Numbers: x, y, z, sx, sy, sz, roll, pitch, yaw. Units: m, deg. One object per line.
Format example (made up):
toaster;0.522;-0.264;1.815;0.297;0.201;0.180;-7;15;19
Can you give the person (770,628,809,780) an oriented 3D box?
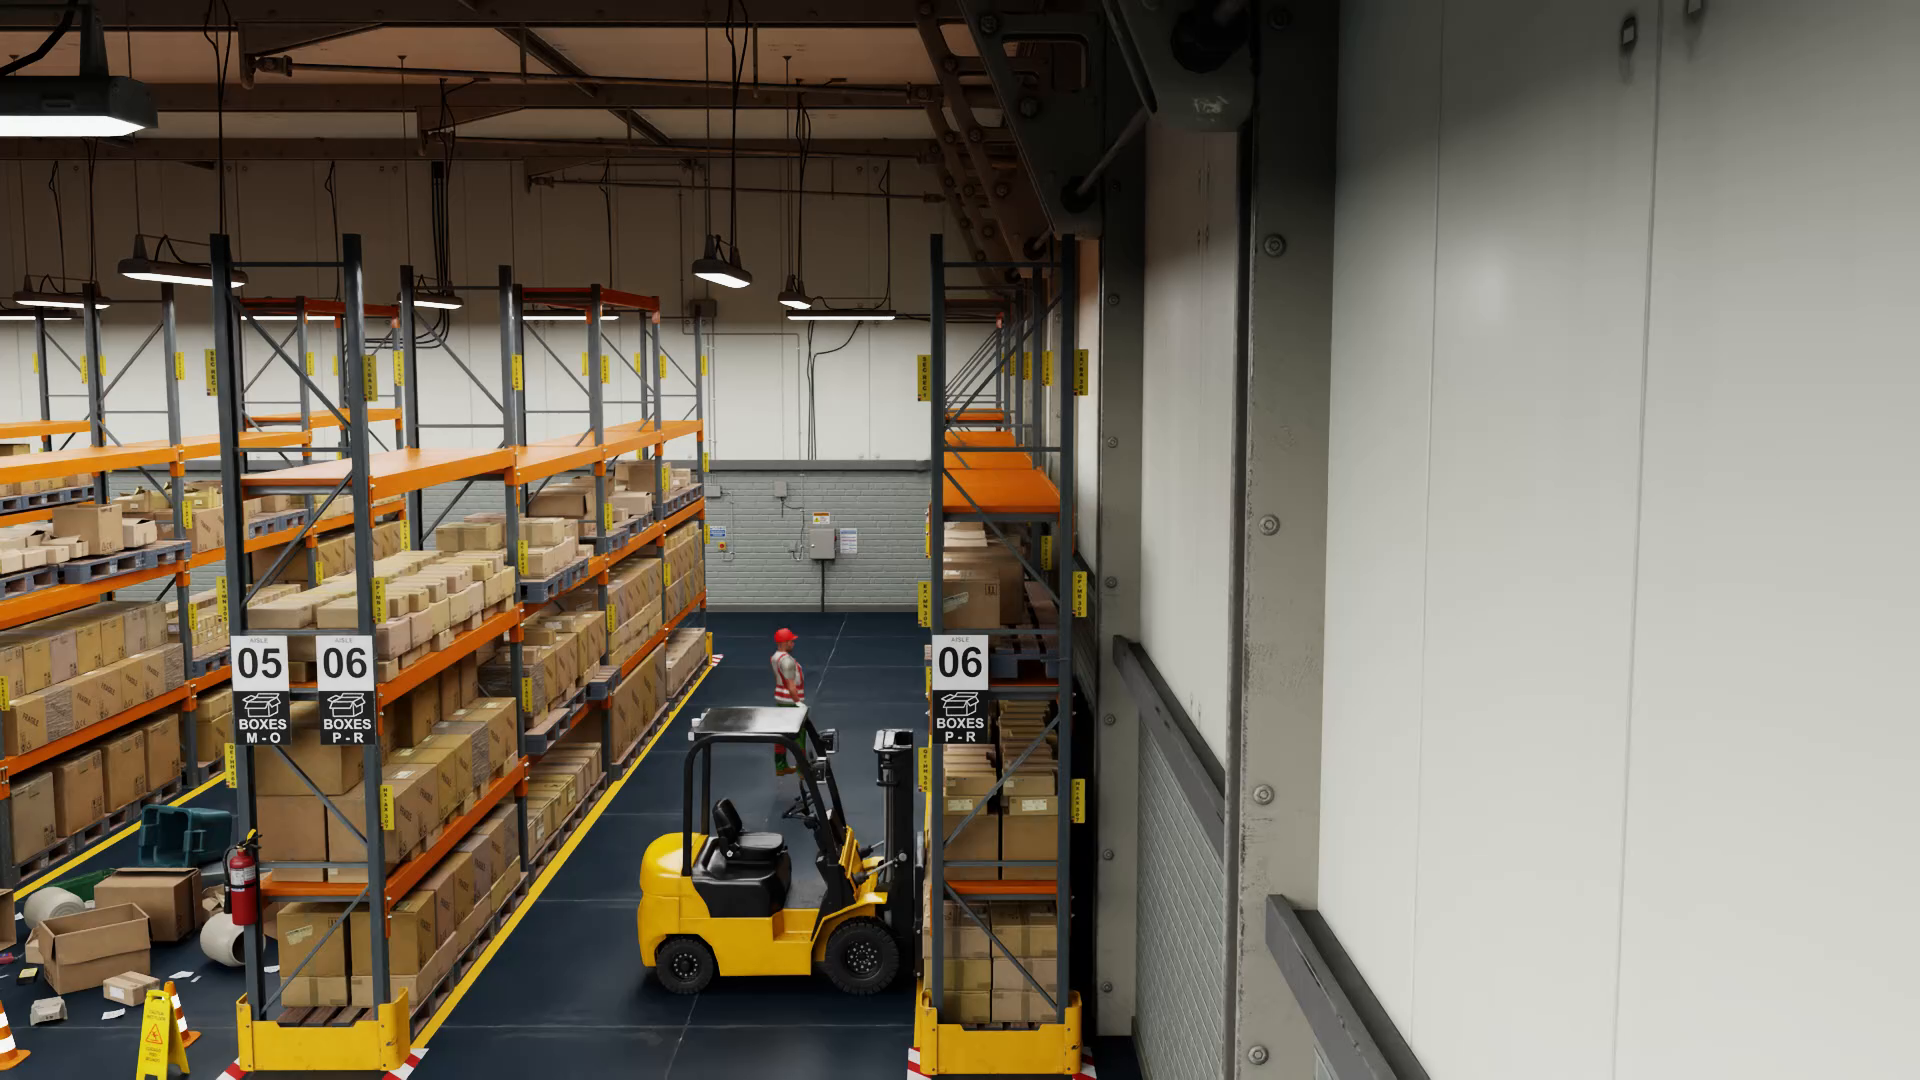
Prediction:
person;-1.986;1.935;19.767;0.482;1.783;0.621;-4;8;-35
